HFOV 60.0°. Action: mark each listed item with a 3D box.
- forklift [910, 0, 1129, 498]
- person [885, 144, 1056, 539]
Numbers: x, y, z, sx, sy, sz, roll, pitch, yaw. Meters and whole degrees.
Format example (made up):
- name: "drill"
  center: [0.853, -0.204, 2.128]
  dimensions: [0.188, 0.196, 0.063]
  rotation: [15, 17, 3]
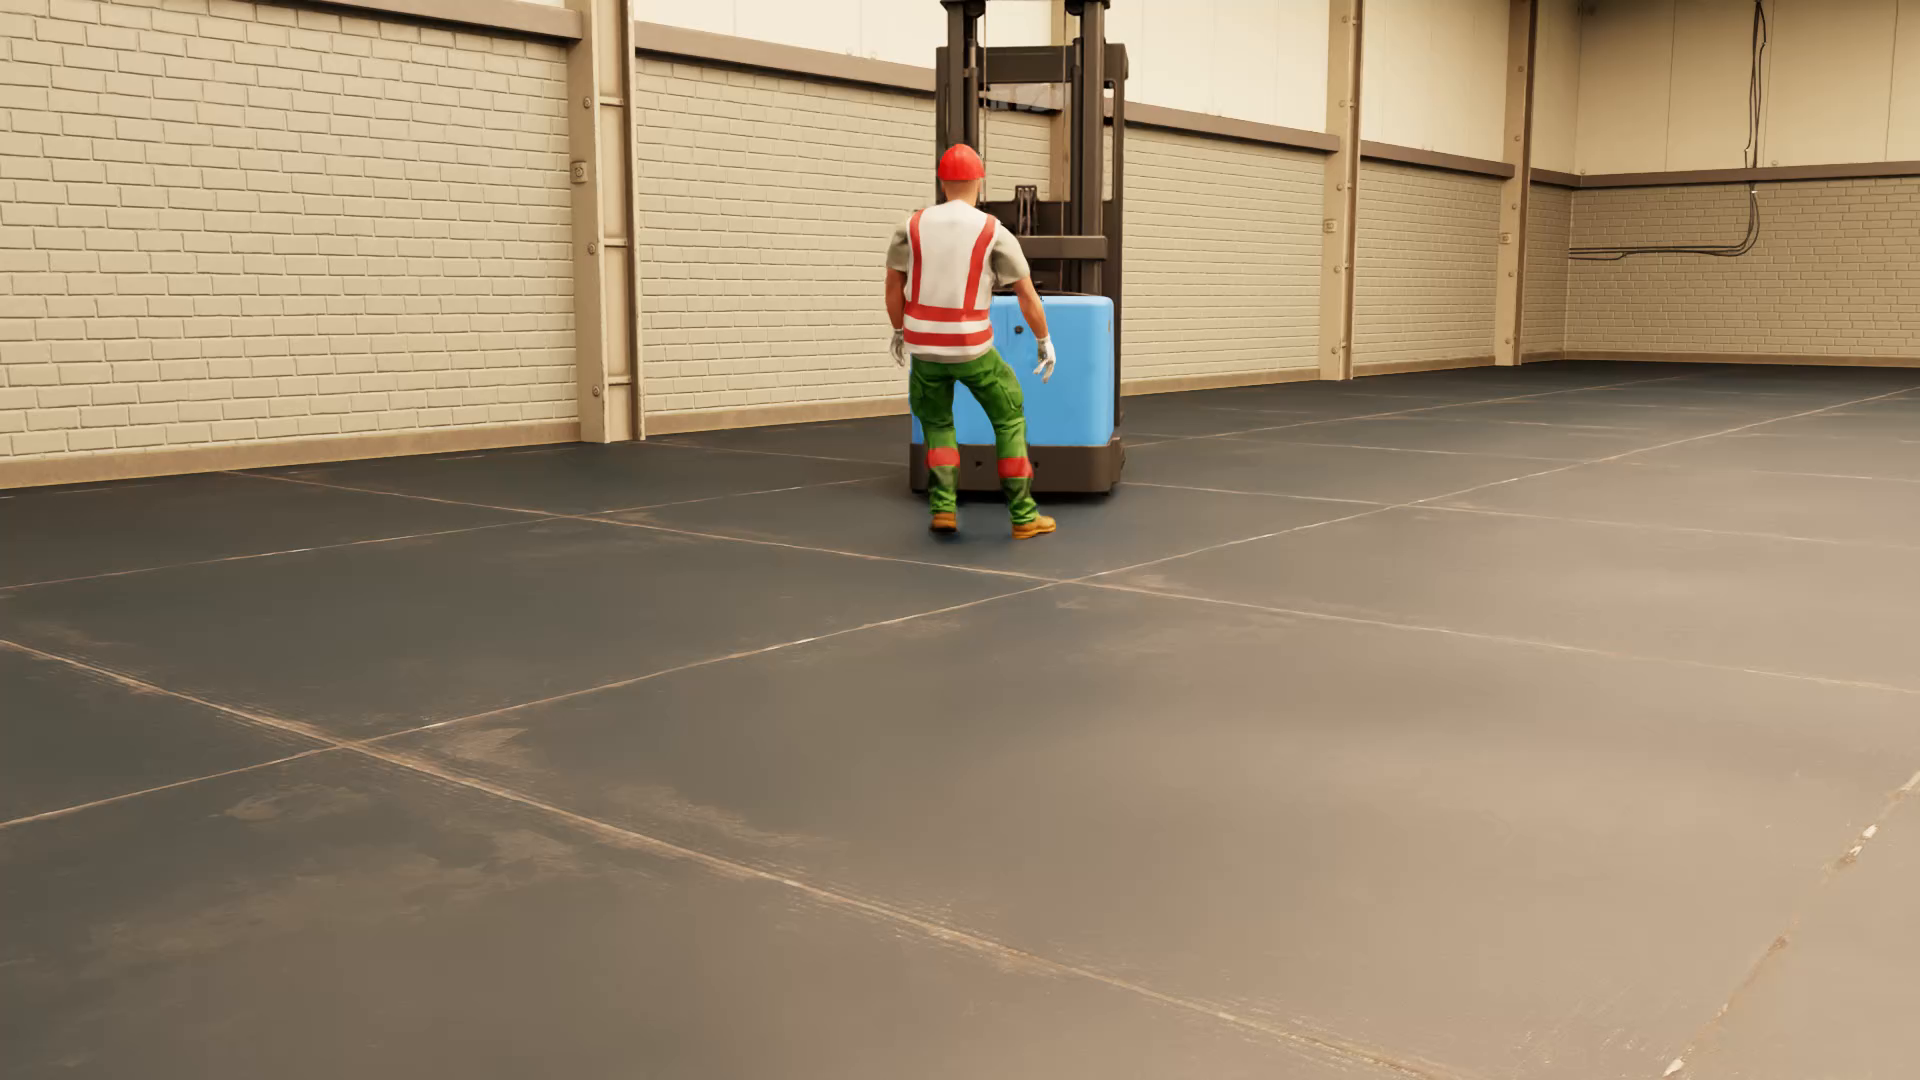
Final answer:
- name: "forklift"
  center: [0.436, -1.851, 9.929]
  dimensions: [1.130, 2.935, 3.031]
  rotation: [1, 8, 7]
- name: "person"
  center: [0.041, -0.872, 7.412]
  dimensions: [0.765, 1.731, 0.510]
  rotation: [2, 9, 13]
